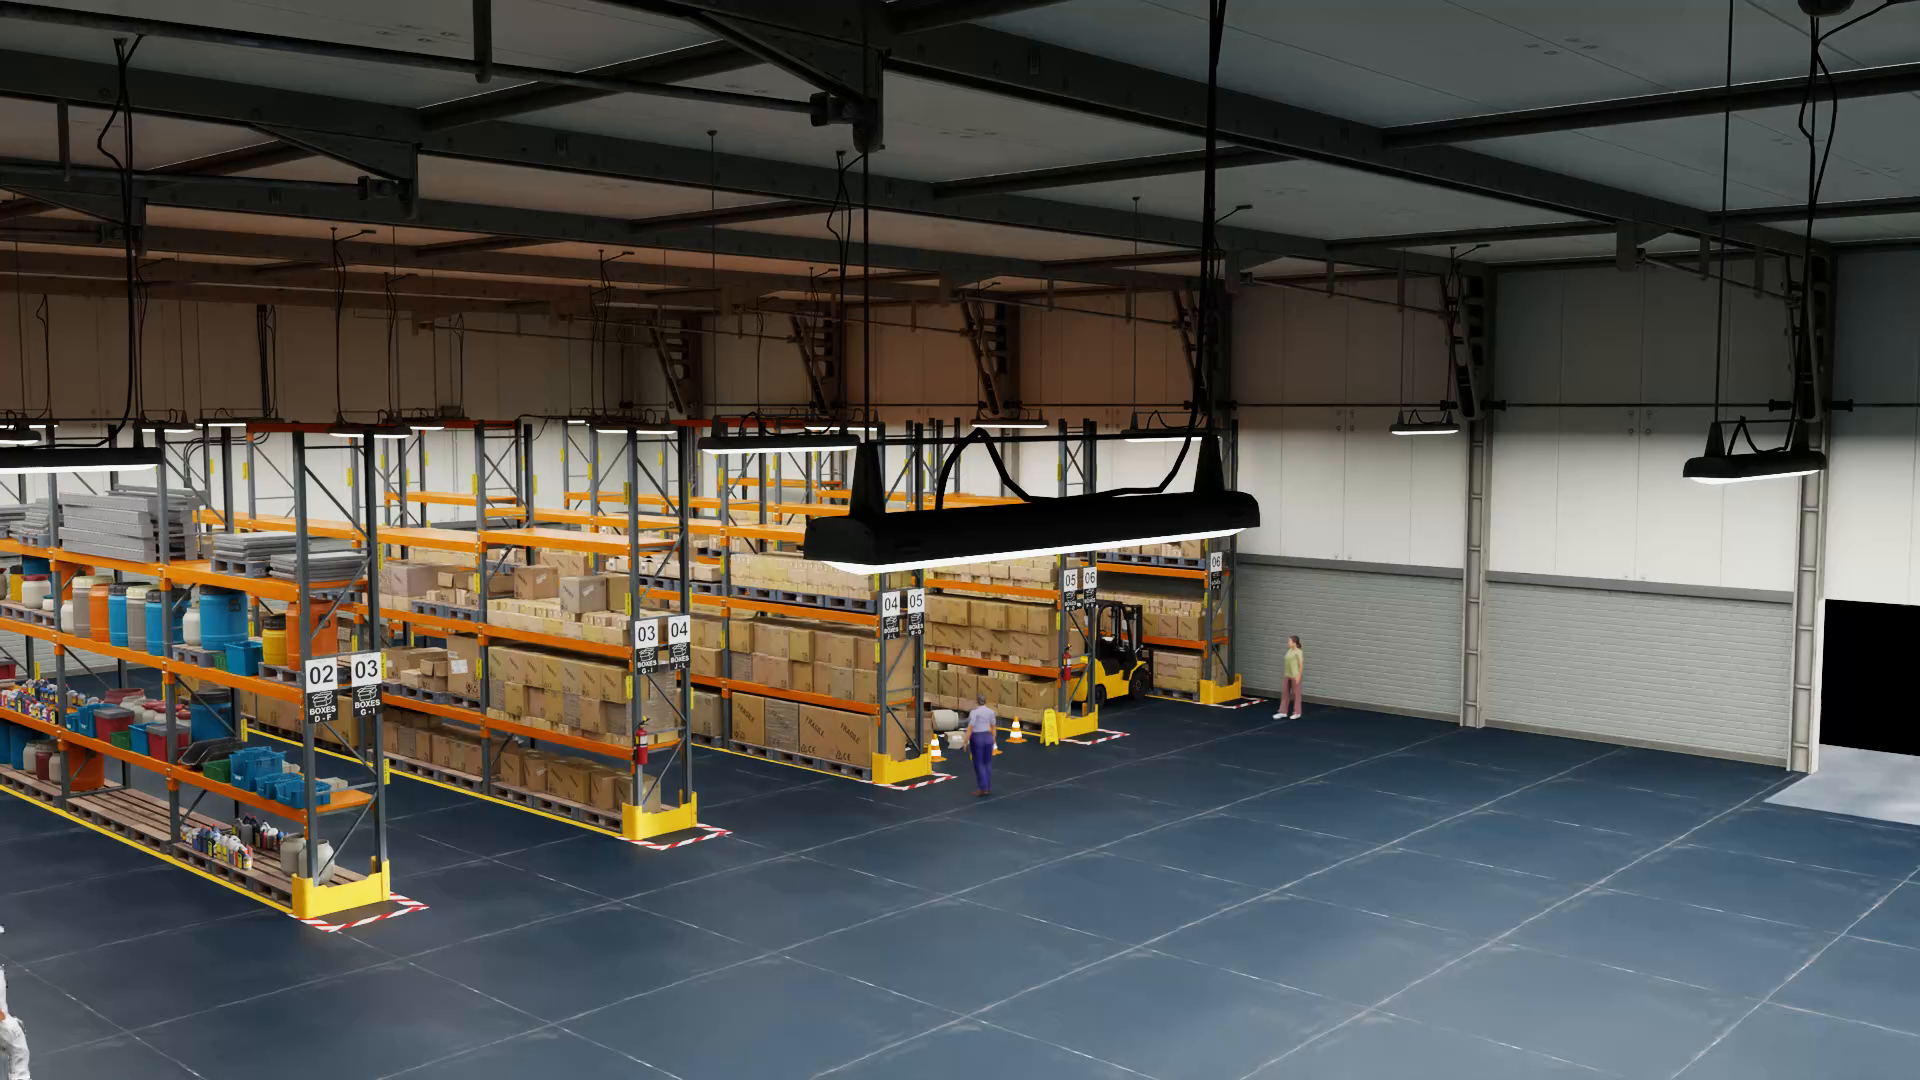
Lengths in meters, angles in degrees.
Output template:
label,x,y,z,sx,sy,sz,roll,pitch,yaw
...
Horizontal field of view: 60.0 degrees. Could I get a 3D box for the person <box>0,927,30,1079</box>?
label,x,y,z,sx,sy,sz,roll,pitch,yaw
person,-8.536,4.242,14.628,0.837,1.796,0.485,1,5,6

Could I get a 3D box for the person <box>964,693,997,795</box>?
label,x,y,z,sx,sy,sz,roll,pitch,yaw
person,0.339,3.314,26.980,0.549,1.675,0.410,-3,6,-33

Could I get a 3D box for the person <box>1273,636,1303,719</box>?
label,x,y,z,sx,sy,sz,roll,pitch,yaw
person,6.642,2.762,33.443,0.503,1.683,0.494,-3,6,-34

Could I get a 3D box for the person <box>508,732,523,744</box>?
label,x,y,z,sx,sy,sz,roll,pitch,yaw
person,-8.283,2.998,31.116,0.459,1.627,0.564,-1,5,-11
